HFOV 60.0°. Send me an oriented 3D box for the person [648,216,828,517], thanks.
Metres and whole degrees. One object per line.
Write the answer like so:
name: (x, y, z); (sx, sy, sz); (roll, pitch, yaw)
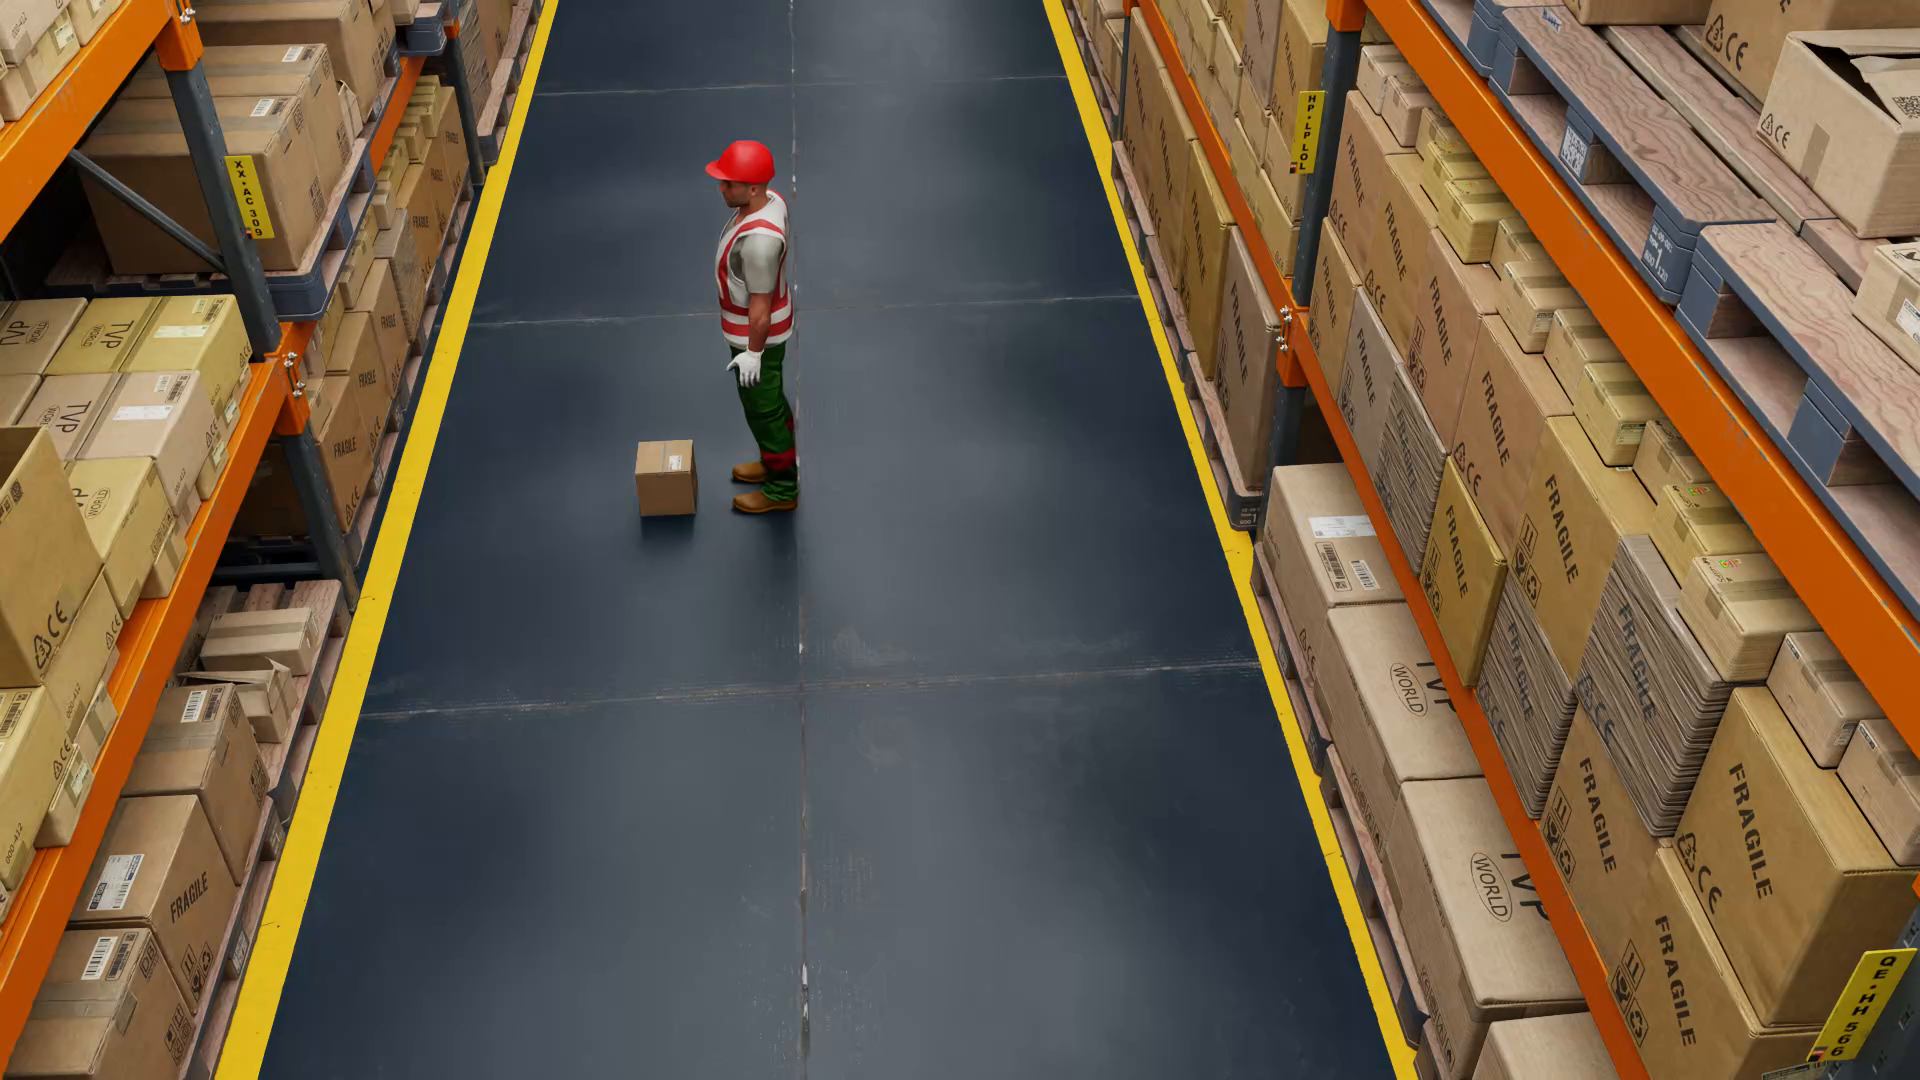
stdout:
person: (-0.947, -0.768, 7.344); (0.731, 1.471, 0.582); (-3, 39, -4)
